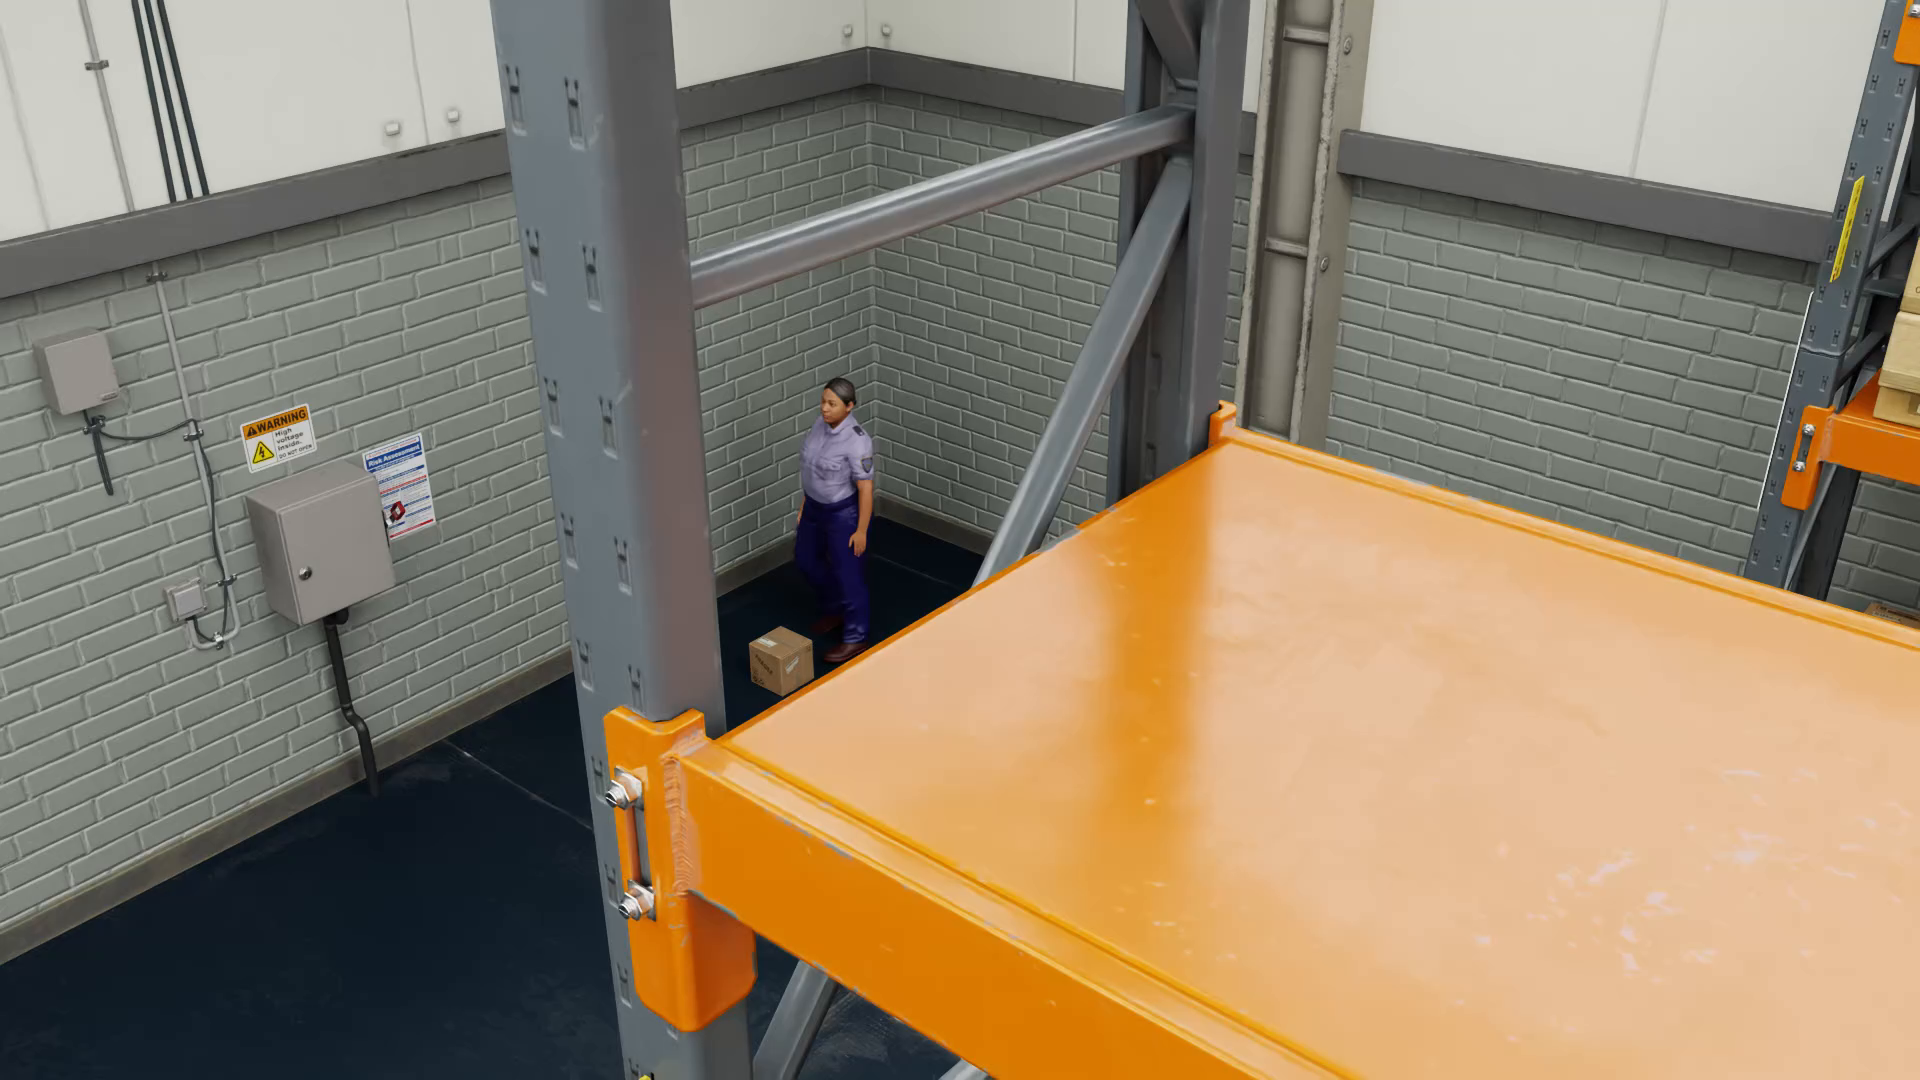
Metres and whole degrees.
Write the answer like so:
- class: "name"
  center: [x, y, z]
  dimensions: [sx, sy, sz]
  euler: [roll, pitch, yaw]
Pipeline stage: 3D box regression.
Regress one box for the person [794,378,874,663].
- class: "person"
  center: [-0.700, -0.112, 9.274]
  dimensions: [0.385, 1.691, 0.559]
  euler: [-20, 33, -33]
